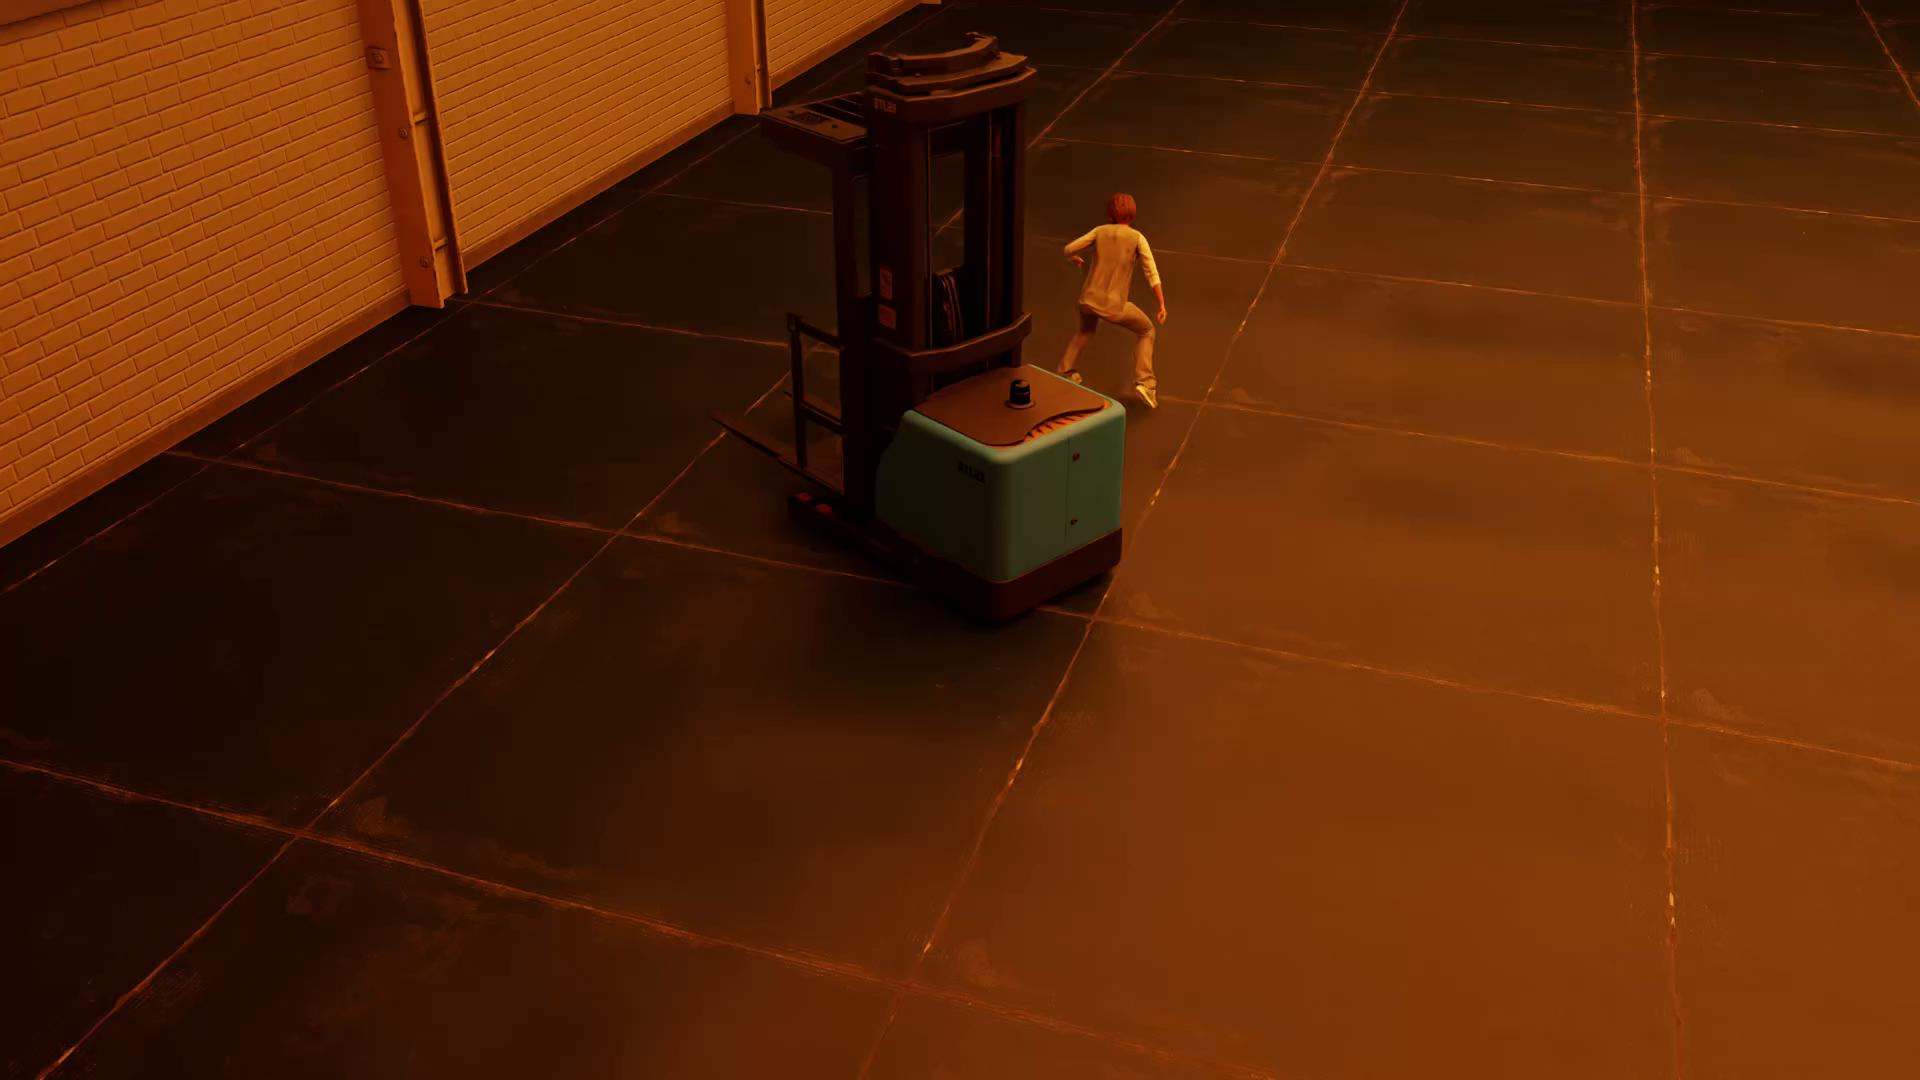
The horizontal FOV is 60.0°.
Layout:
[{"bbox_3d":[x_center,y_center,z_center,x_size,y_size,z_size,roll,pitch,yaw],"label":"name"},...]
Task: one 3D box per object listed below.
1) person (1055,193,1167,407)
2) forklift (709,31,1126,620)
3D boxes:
[{"bbox_3d":[1.099,-1.644,11.595,0.888,1.508,0.503,16,33,25],"label":"person"},{"bbox_3d":[-0.420,-1.479,9.731,1.130,2.935,3.031,-24,38,-36],"label":"forklift"}]
